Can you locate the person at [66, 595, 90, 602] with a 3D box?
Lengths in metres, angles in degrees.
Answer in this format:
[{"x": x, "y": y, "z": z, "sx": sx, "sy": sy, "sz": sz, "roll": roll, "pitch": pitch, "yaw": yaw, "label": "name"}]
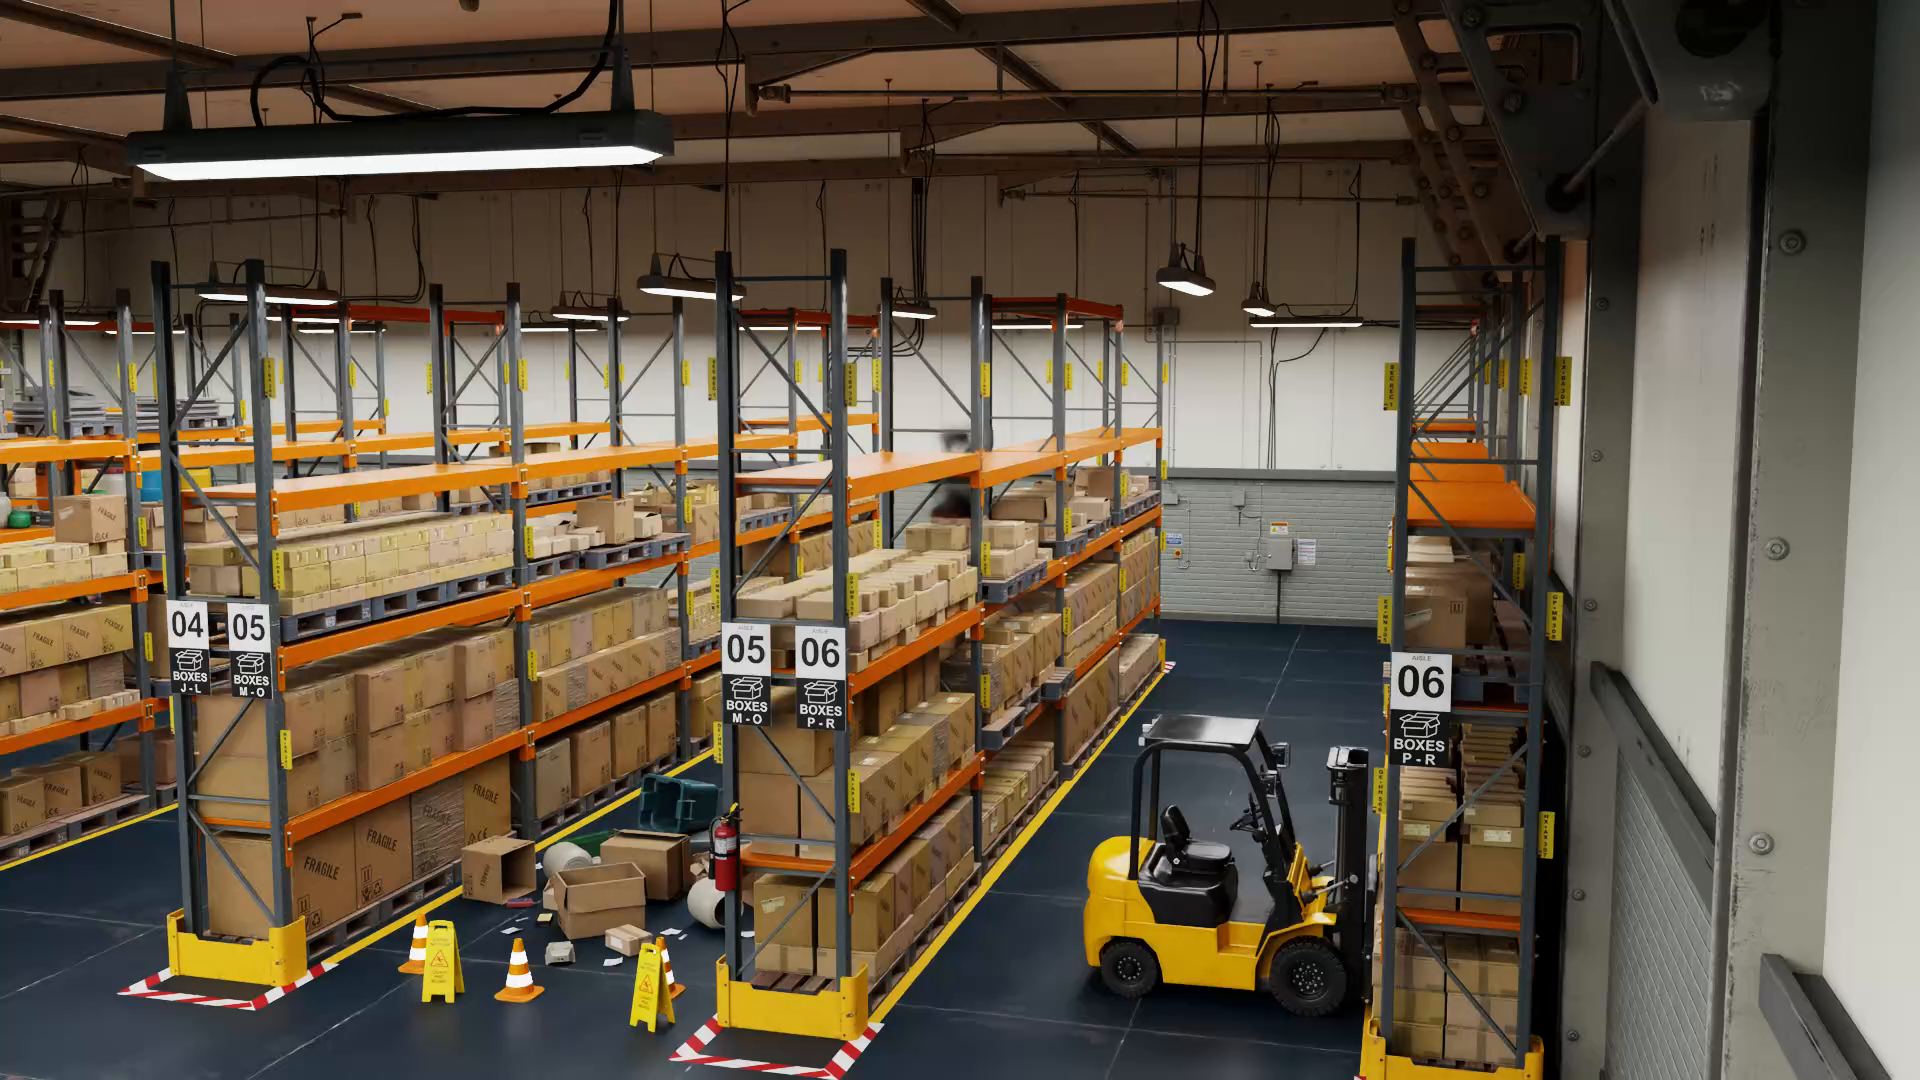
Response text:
[{"x": -15.218, "y": 1.363, "z": 28.662, "sx": 0.540, "sy": 1.551, "sz": 0.640, "roll": 1, "pitch": 6, "yaw": 7, "label": "person"}]
